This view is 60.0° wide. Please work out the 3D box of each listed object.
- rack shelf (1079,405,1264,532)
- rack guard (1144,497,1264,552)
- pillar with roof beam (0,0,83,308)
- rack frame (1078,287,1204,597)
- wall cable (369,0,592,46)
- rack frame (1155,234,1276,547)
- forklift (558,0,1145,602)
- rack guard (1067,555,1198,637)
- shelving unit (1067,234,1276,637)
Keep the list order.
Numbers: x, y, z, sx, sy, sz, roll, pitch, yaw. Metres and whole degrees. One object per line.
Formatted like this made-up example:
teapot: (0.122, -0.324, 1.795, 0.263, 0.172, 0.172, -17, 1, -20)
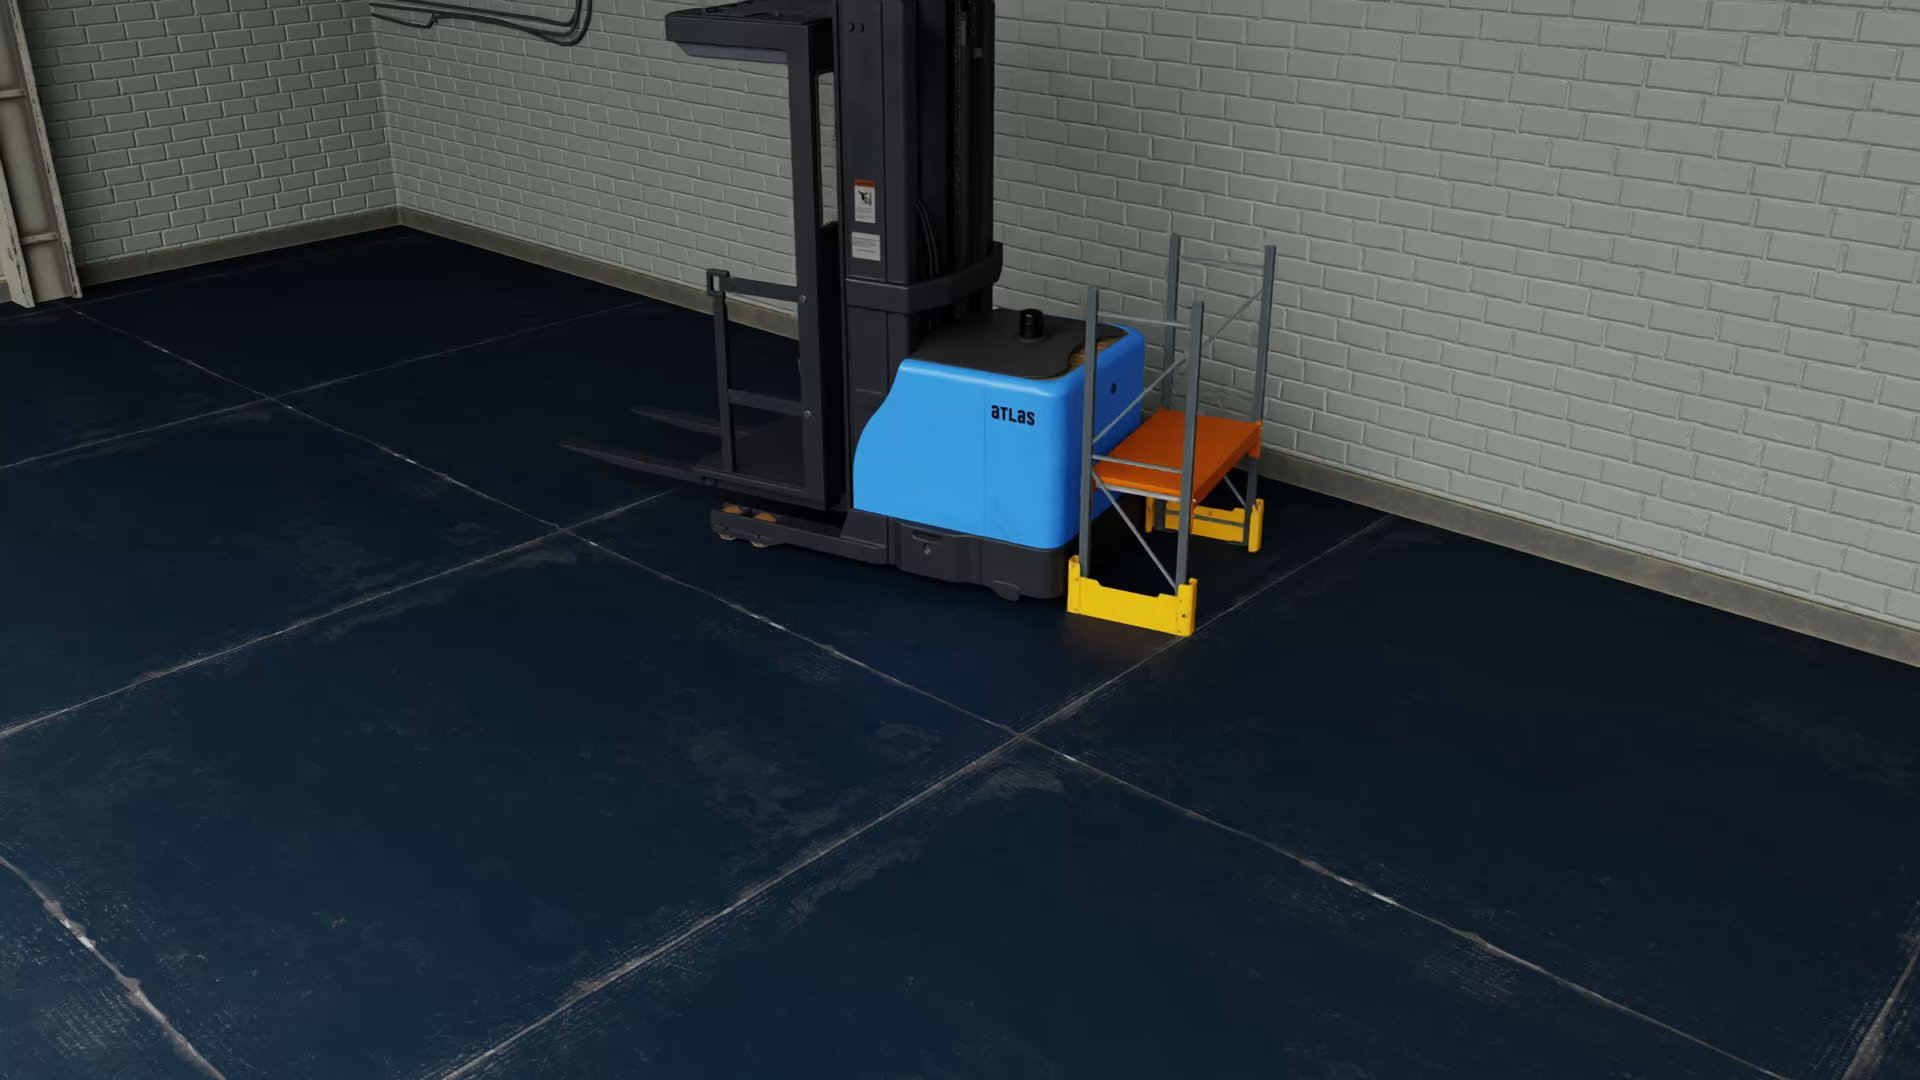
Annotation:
rack shelf: (0.985, -0.346, 7.627, 0.538, 0.185, 1.000, 11, 27, 24)
rack guard: (1.201, -0.119, 8.209, 0.587, 0.250, 0.087, 11, 27, 24)
pillar with roof beam: (-3.496, -4.706, 7.746, 9.100, 9.000, 0.400, 20, 31, 38)
rack frame: (0.760, -0.323, 7.138, 0.500, 1.500, 0.032, 11, 27, 24)
wall cable: (-3.751, -5.001, 12.199, 3.097, 2.526, 0.112, 20, 31, 38)
rack frame: (1.210, -0.696, 7.969, 0.500, 1.500, 0.032, 11, 27, 24)
forklift: (-0.655, -1.474, 7.955, 3.031, 2.935, 1.130, 12, 27, 26)
rack guard: (0.761, 0.247, 7.394, 0.587, 0.250, 0.087, 11, 27, 24)
shelving unit: (0.981, -0.506, 7.546, 0.587, 1.500, 1.083, 11, 27, 24)
